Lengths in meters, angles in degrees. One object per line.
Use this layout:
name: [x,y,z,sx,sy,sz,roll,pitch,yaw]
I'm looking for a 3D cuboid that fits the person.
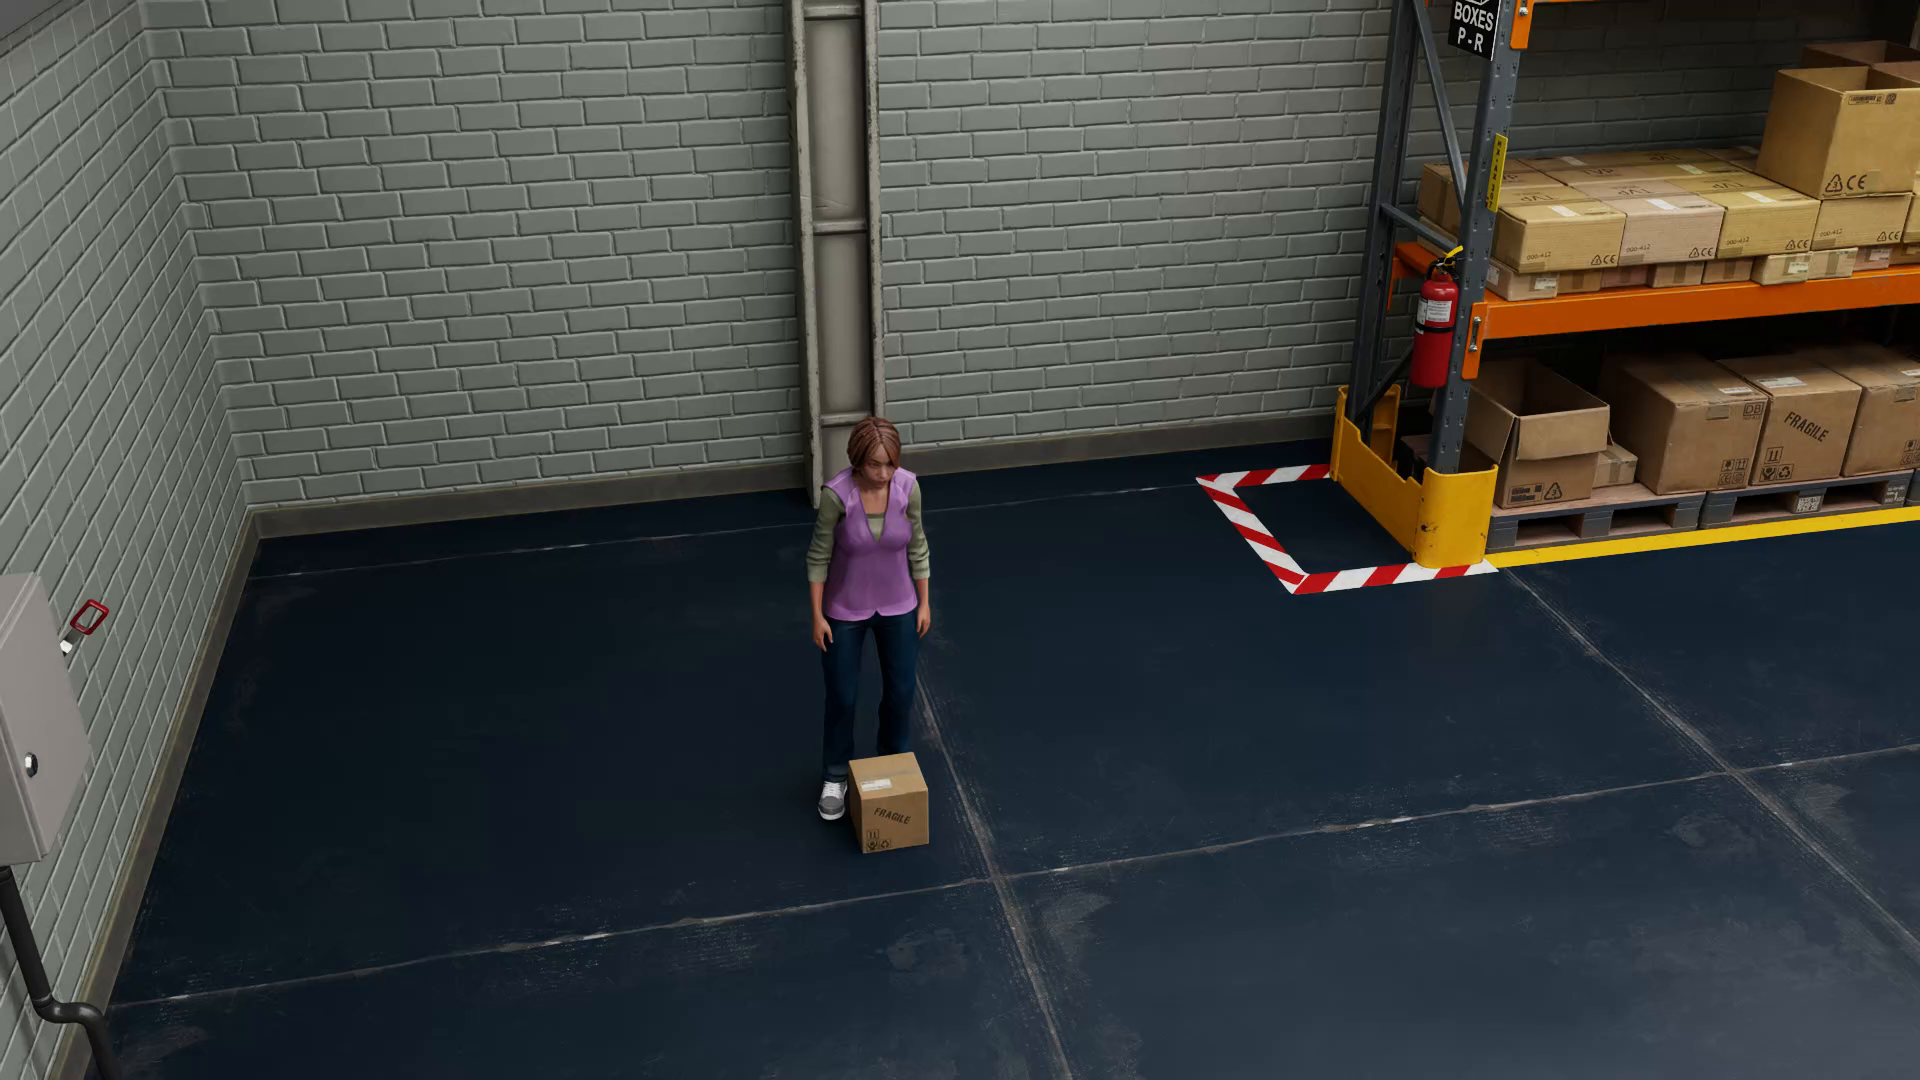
person: [-0.331,0.272,6.100,0.474,1.591,0.346,-7,28,-14]
